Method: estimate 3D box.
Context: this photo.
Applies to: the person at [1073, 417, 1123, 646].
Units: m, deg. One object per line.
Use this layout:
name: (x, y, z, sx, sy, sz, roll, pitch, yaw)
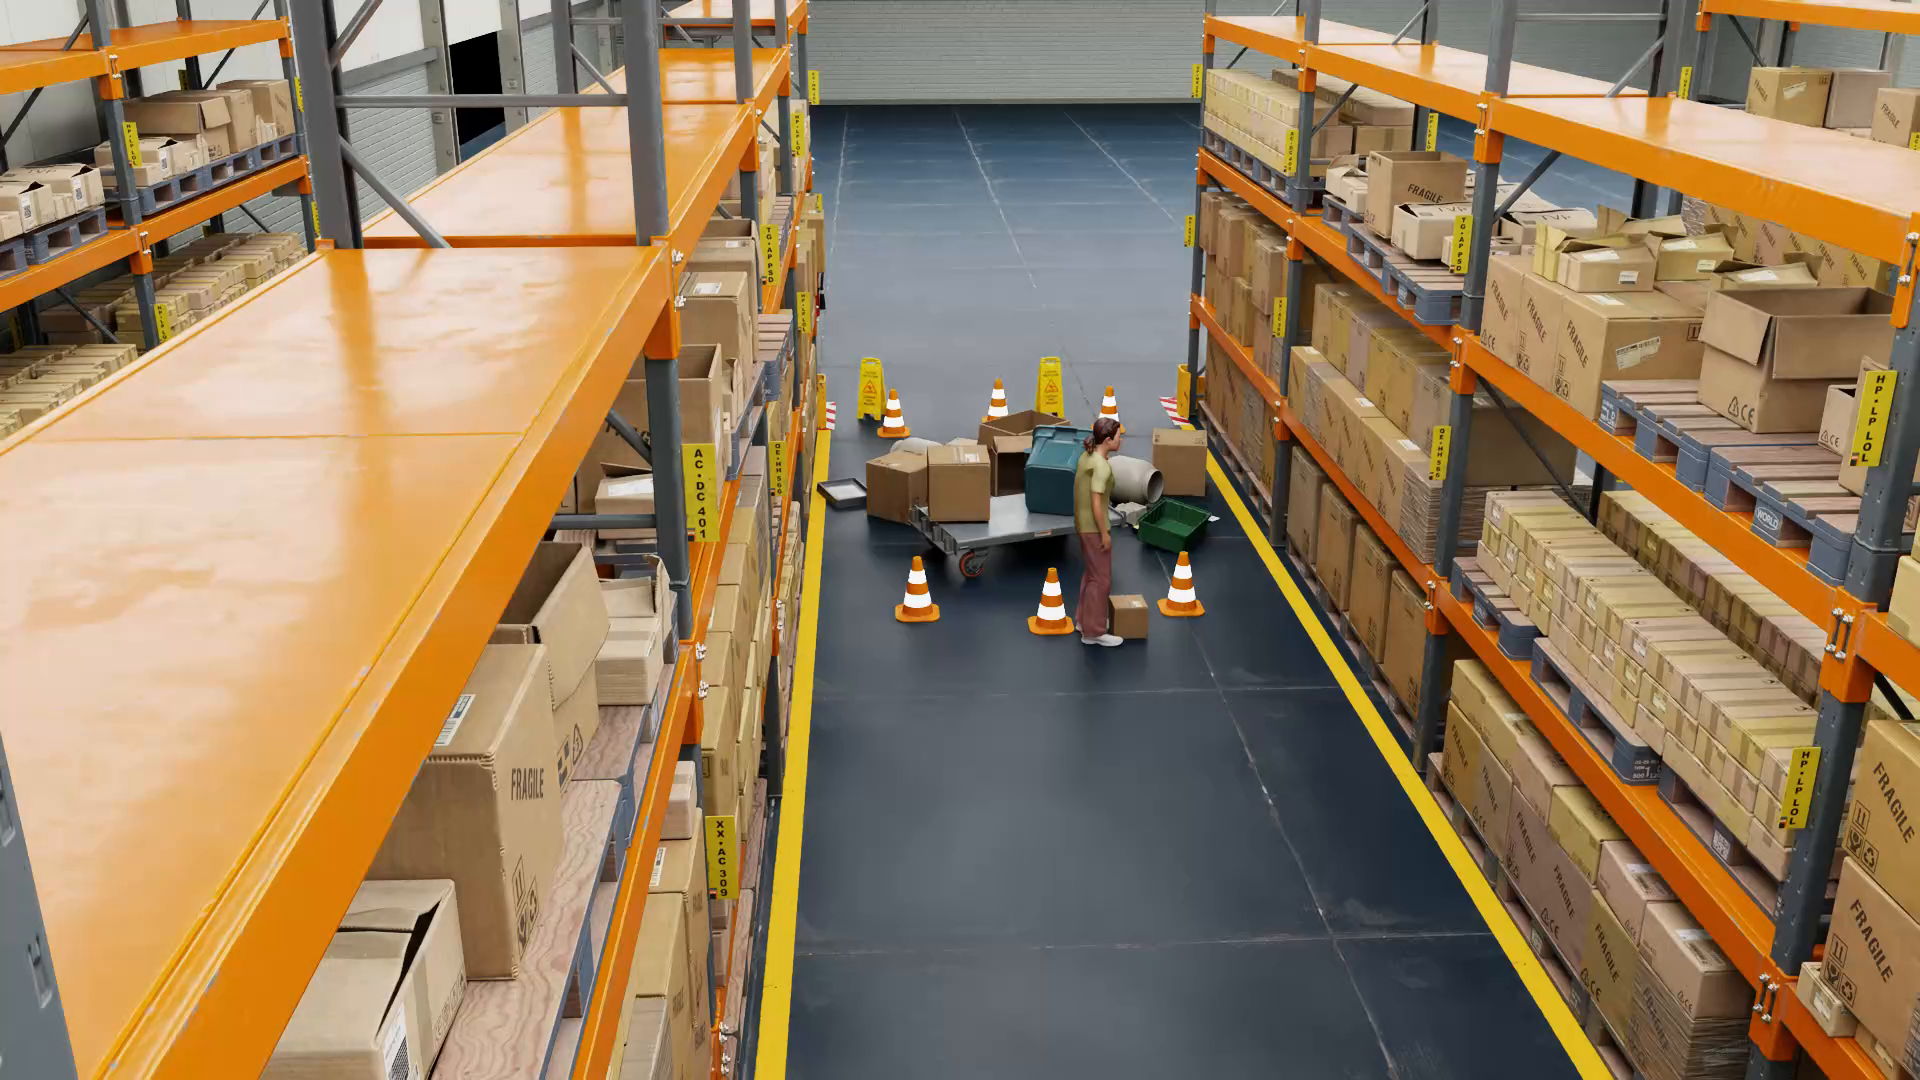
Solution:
person: (1.006, -0.073, 12.130, 0.355, 1.652, 0.522, -2, 21, -6)
